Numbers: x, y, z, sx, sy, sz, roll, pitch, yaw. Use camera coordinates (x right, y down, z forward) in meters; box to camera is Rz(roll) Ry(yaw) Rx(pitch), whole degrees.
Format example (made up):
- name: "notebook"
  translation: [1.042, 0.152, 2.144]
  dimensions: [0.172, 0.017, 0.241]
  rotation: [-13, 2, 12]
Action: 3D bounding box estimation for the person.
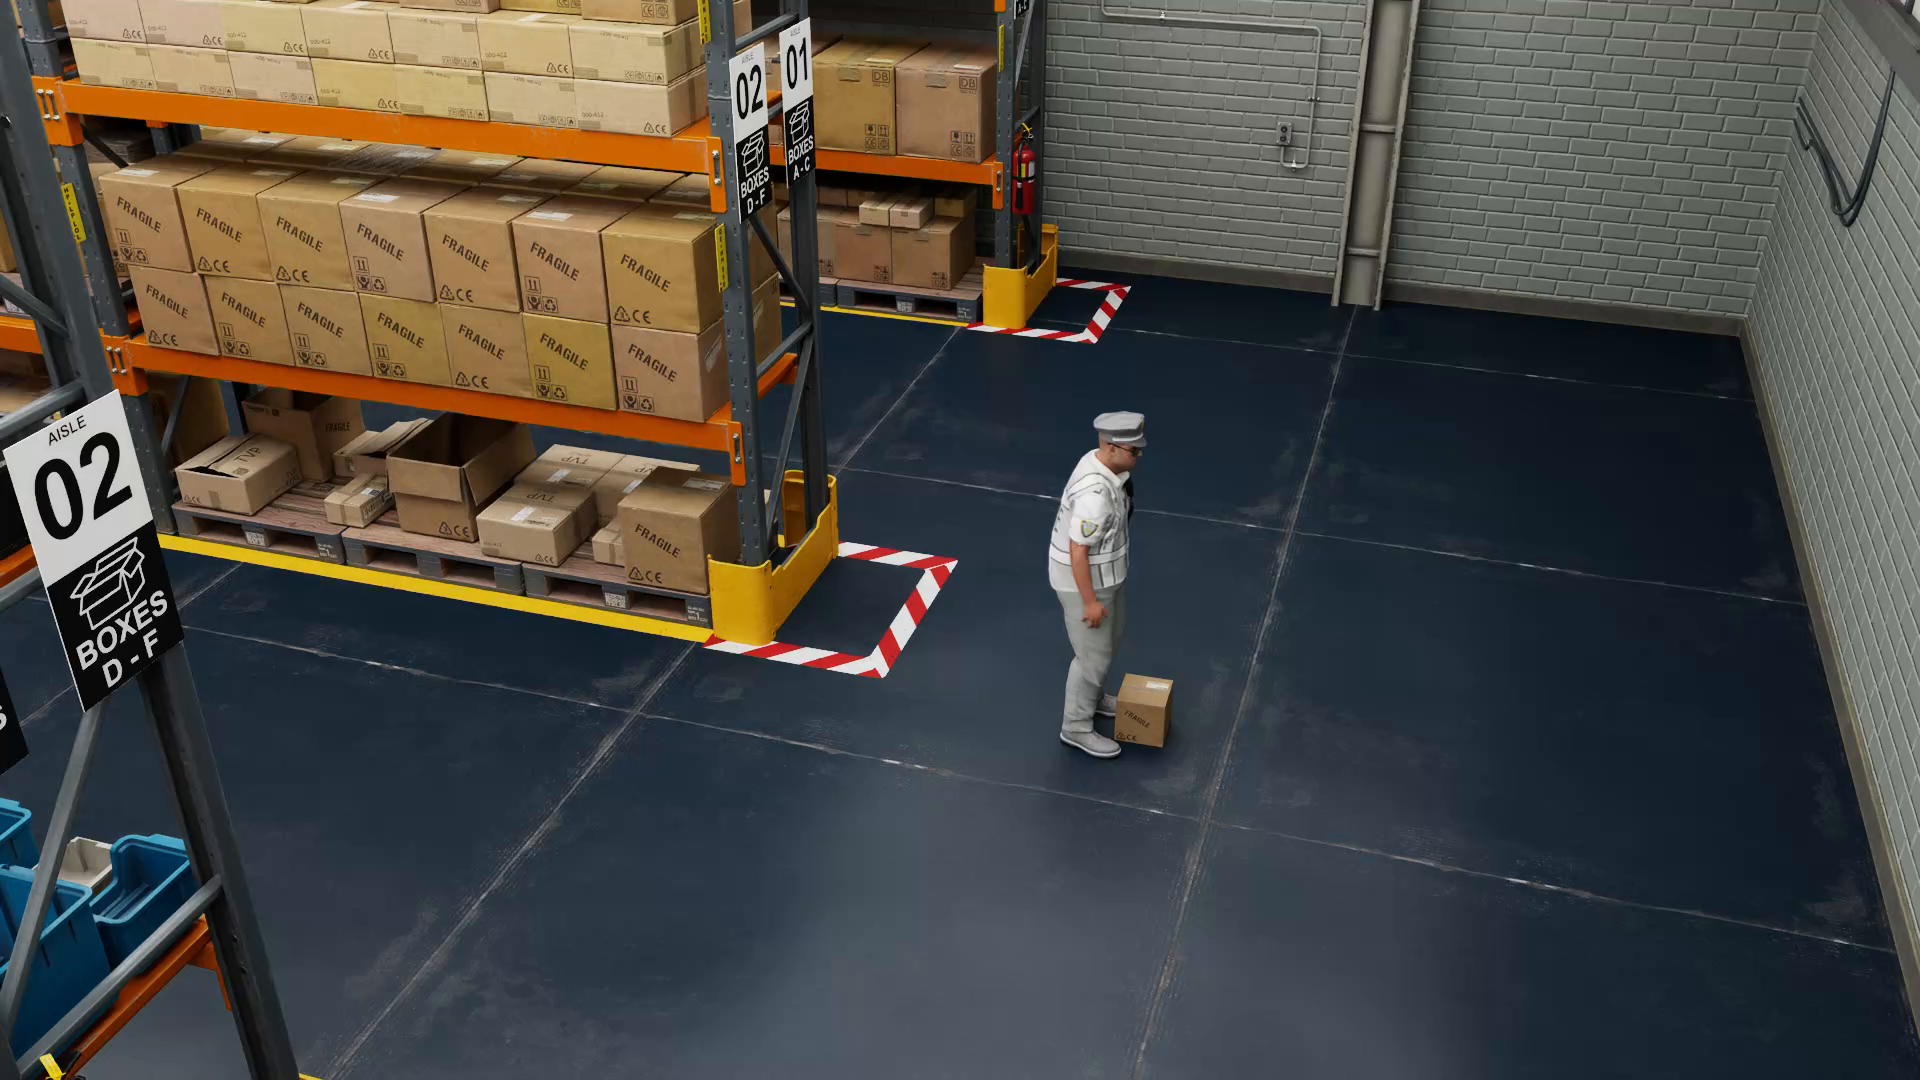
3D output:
- name: "person"
  translation: [0.665, 0.182, 8.173]
  dimensions: [0.438, 1.748, 0.587]
  rotation: [9, 30, 15]
